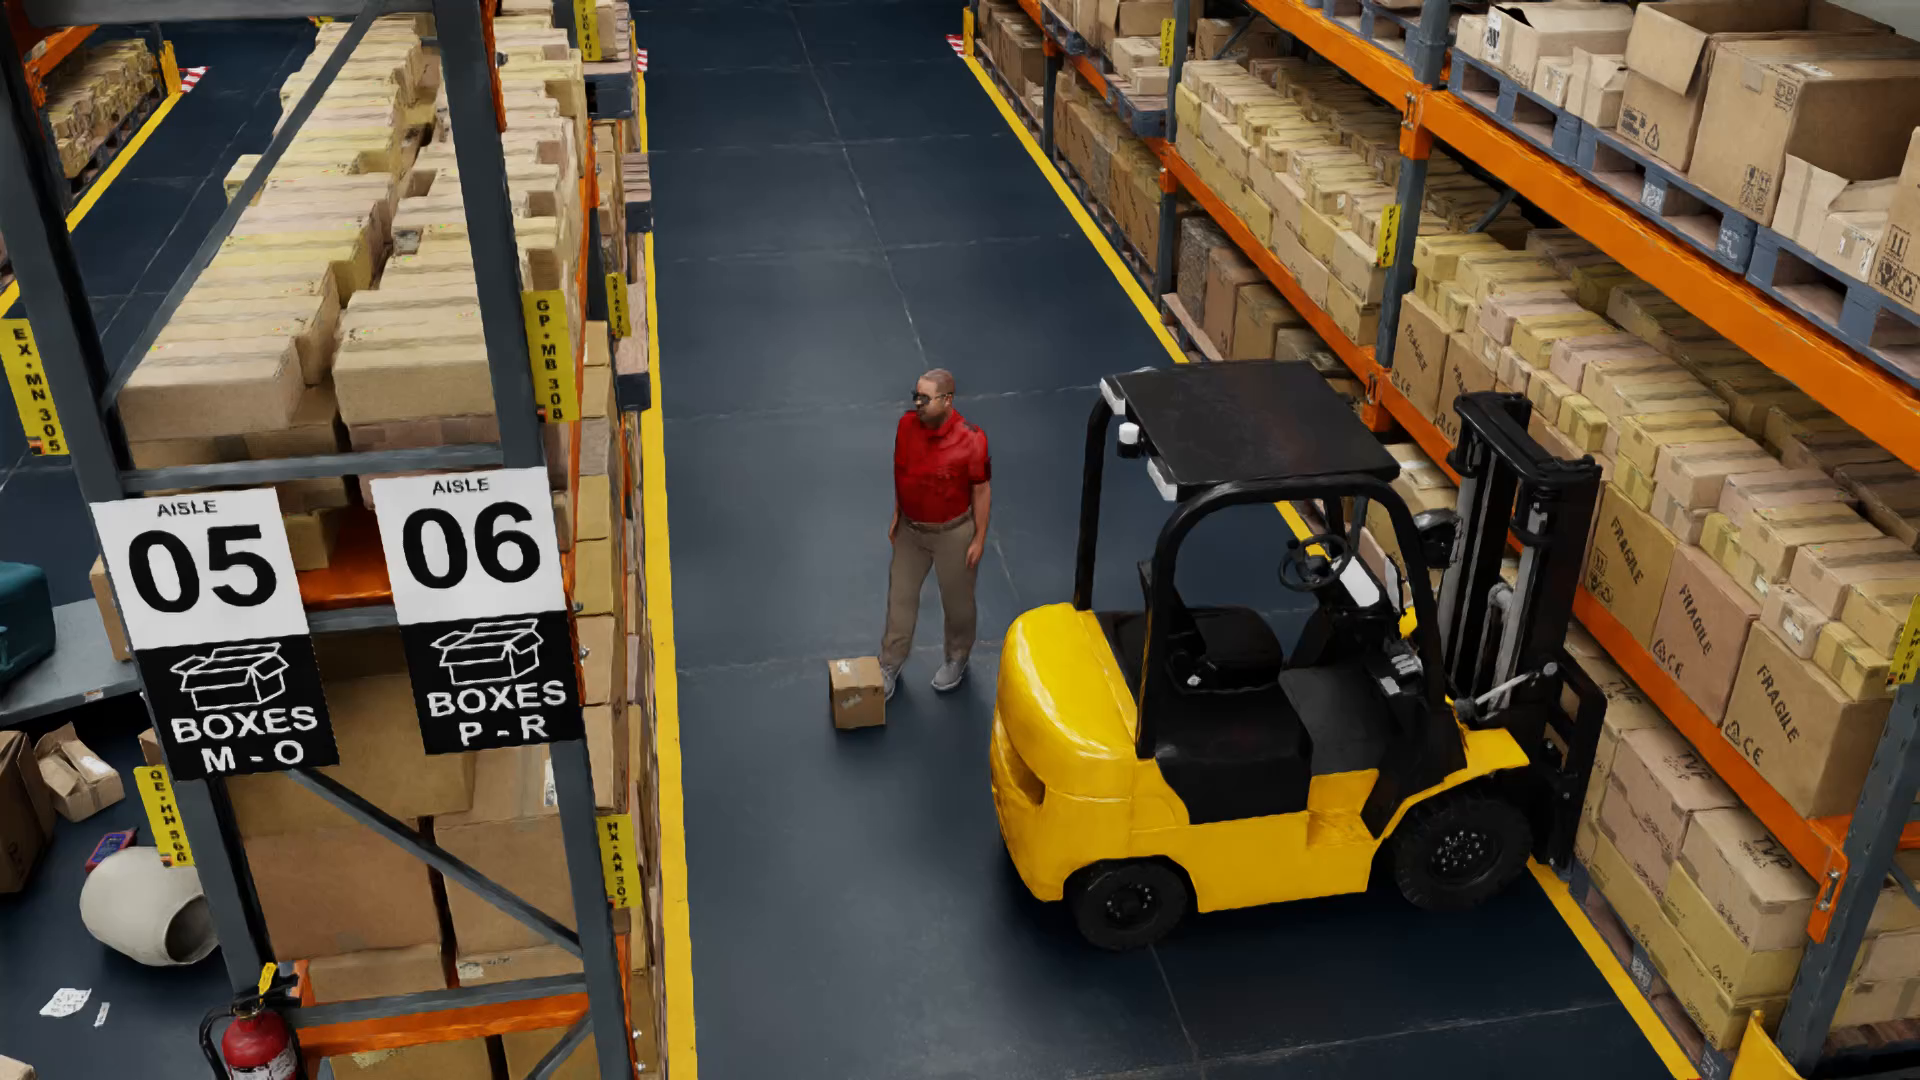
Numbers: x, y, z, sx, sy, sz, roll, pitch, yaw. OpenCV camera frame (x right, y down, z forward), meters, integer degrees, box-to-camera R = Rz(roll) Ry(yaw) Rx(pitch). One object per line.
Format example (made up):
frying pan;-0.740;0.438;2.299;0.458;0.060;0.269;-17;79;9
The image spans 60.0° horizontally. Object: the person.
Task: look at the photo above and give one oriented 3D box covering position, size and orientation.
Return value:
person;-0.163;-0.003;8.147;0.543;1.736;0.568;18;35;28
